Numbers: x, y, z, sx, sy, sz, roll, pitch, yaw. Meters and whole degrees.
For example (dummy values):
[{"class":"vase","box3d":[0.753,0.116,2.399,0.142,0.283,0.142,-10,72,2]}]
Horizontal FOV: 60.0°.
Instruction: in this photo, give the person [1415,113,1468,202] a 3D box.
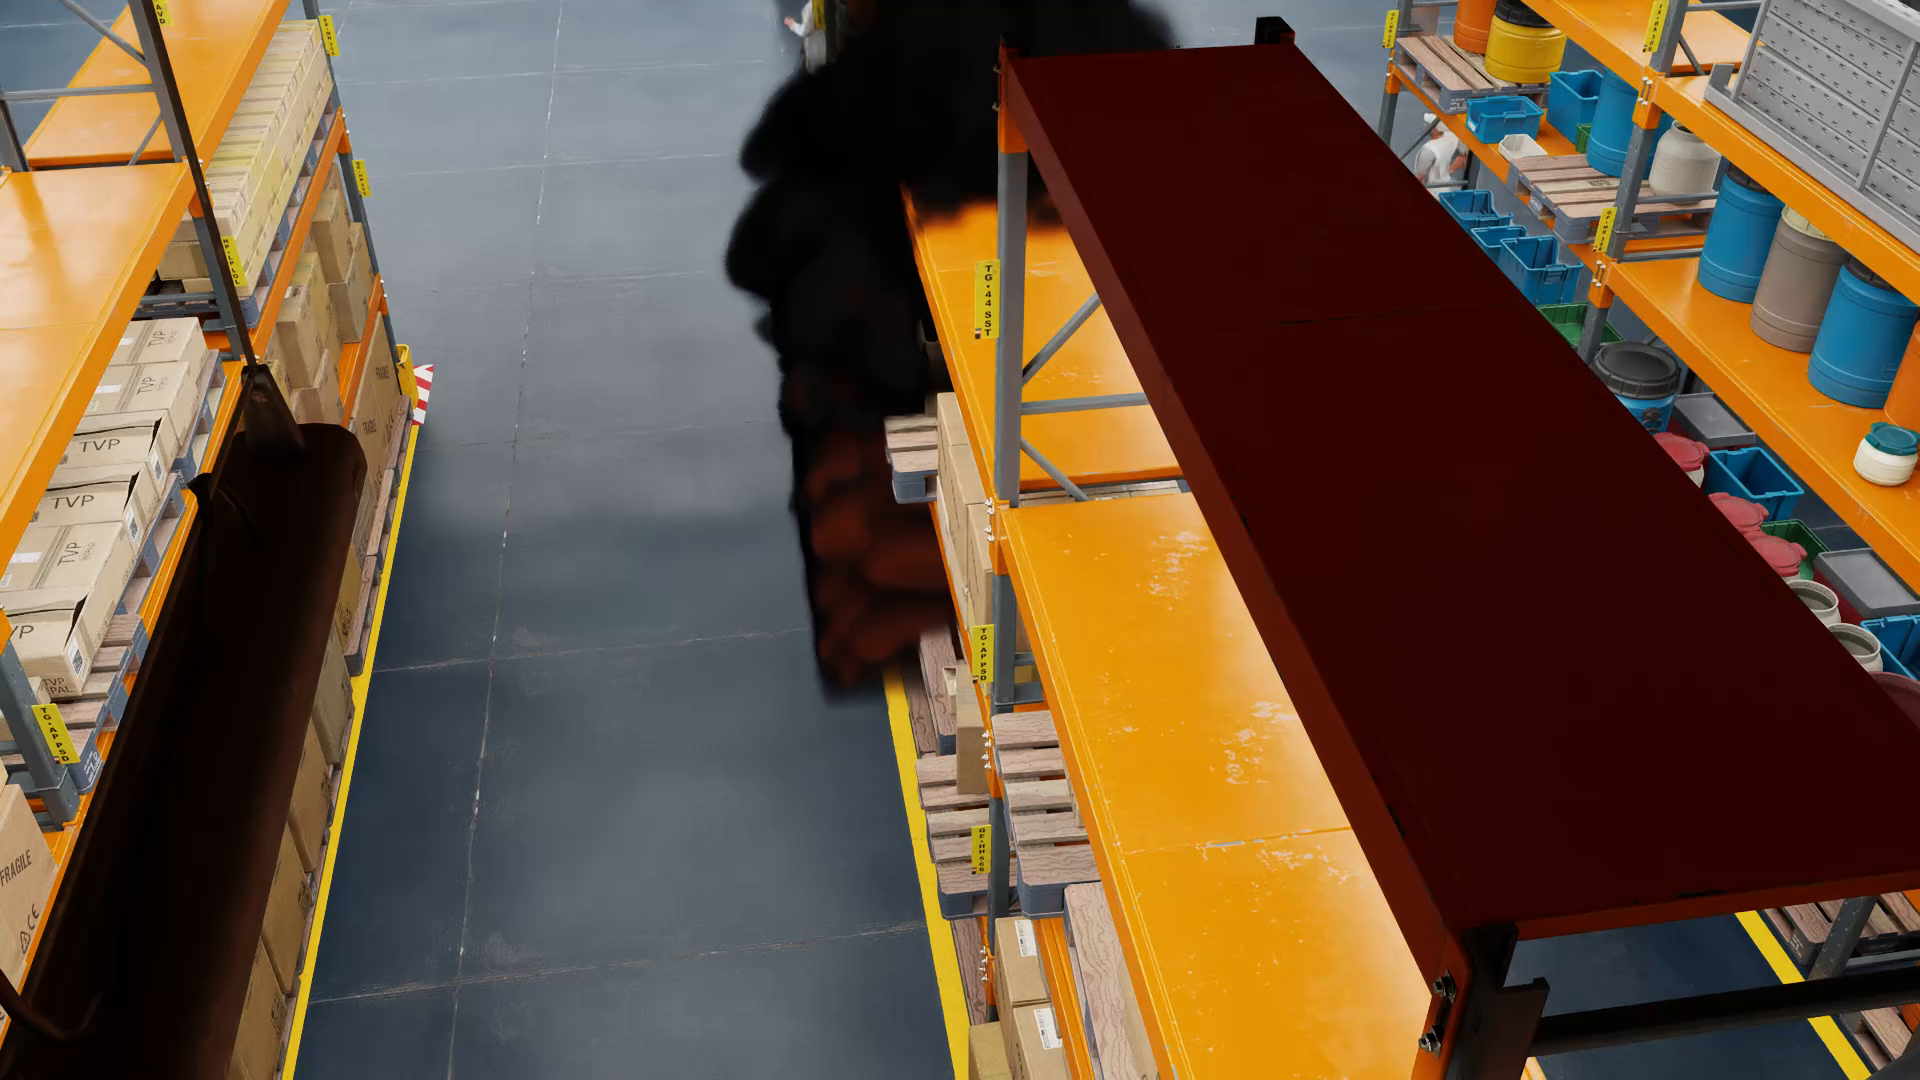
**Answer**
[{"class":"person","box3d":[4.685,-3.538,16.750,0.587,1.728,0.703,23,42,28]}]

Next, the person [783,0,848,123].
[{"class":"person","box3d":[-1.691,-5.816,19.883,0.832,1.848,0.669,6,37,8]}]
